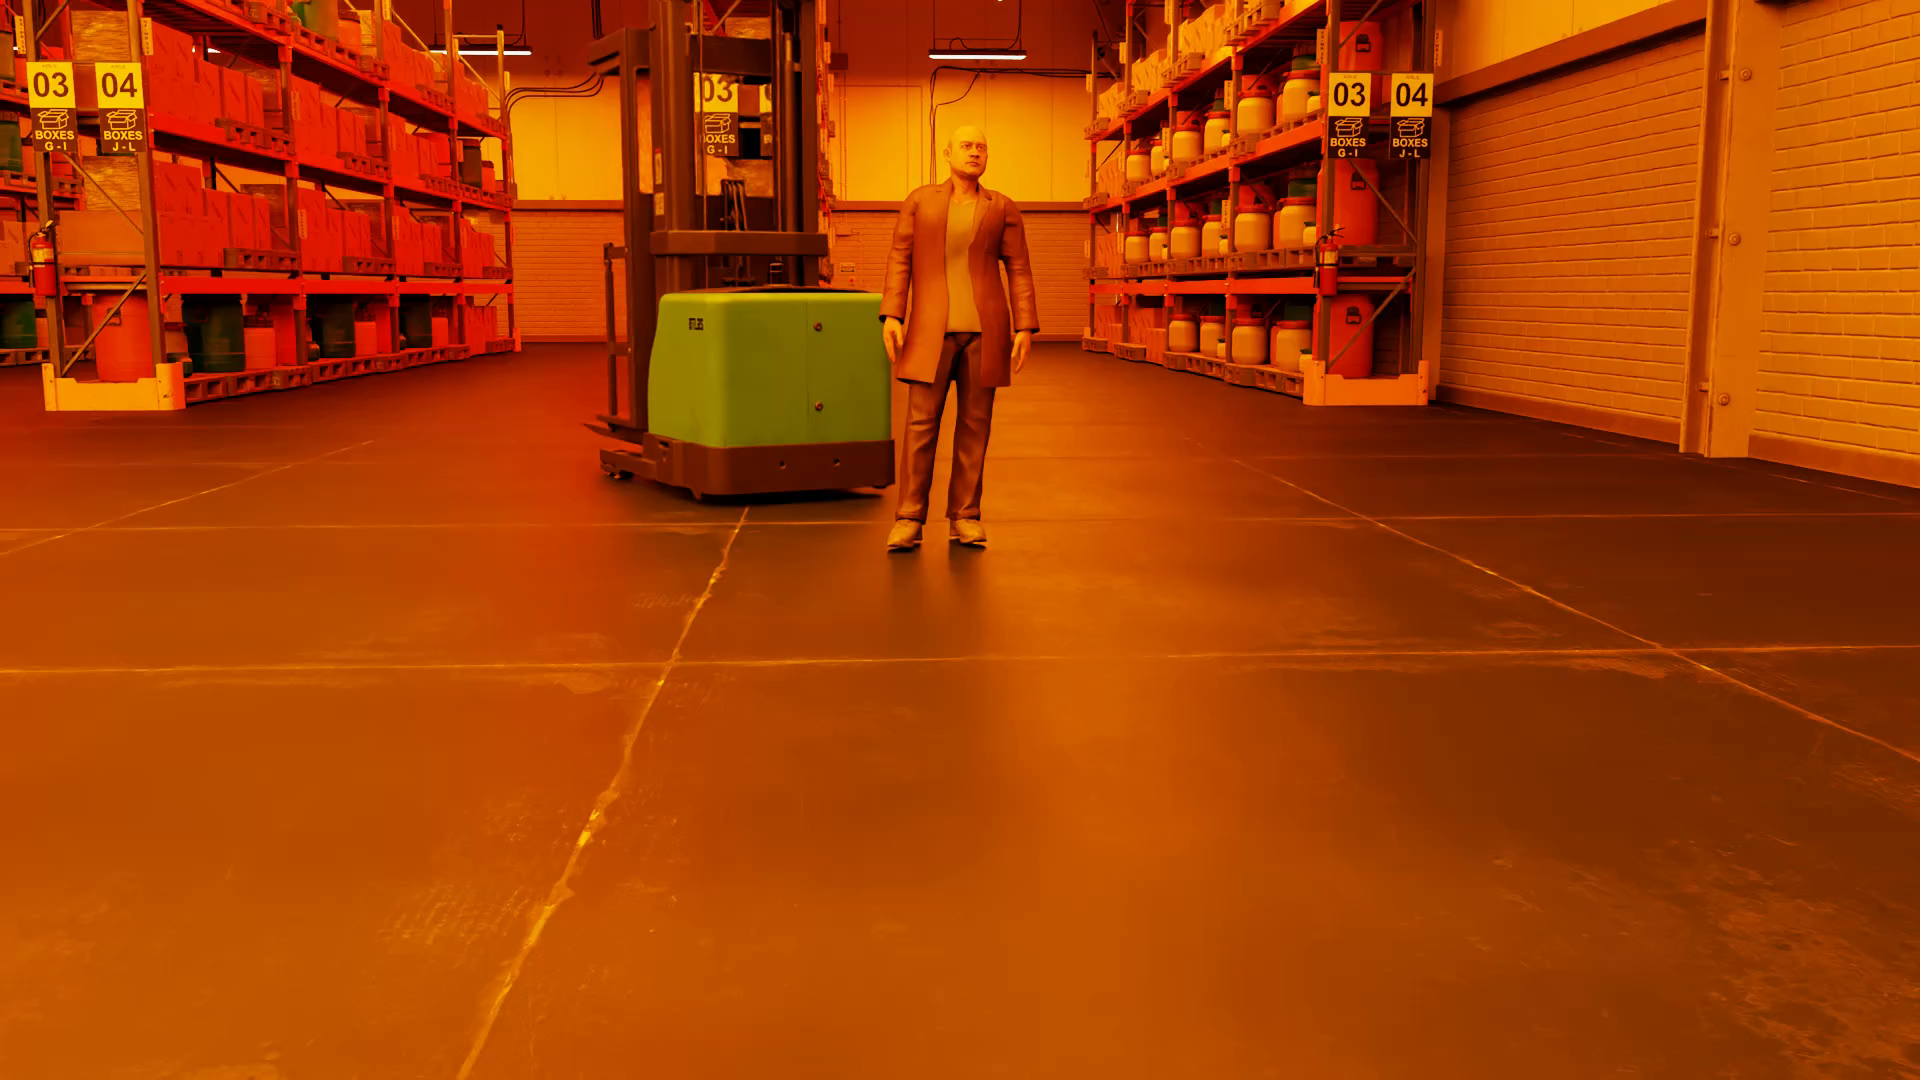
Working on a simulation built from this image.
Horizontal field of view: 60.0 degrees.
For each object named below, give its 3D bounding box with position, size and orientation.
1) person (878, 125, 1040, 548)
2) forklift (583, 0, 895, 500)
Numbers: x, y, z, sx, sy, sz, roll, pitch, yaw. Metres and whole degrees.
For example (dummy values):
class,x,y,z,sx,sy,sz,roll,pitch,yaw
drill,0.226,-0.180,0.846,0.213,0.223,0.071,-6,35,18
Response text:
class,x,y,z,sx,sy,sz,roll,pitch,yaw
person,0.001,-0.867,7.089,0.694,1.763,0.582,-1,8,-4
forklift,-1.484,-1.830,9.654,1.130,2.935,3.031,-4,10,-28
